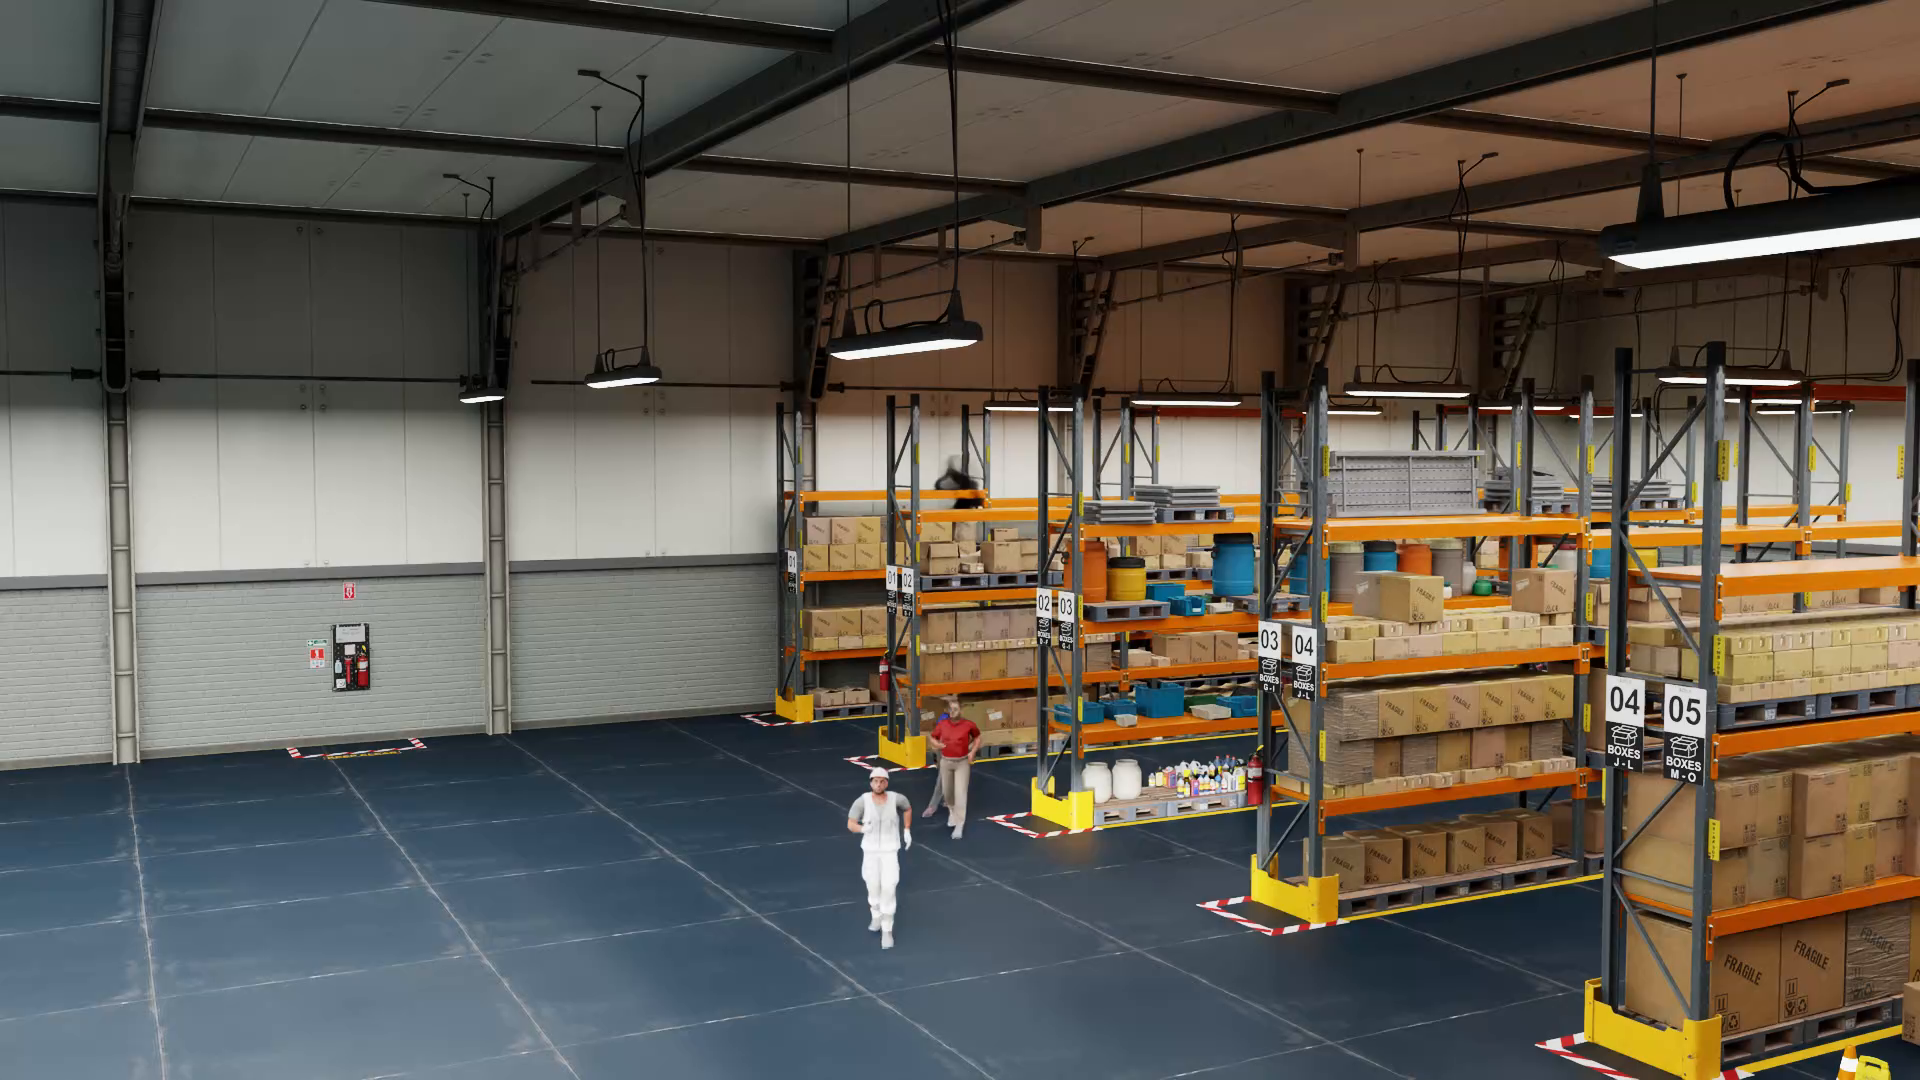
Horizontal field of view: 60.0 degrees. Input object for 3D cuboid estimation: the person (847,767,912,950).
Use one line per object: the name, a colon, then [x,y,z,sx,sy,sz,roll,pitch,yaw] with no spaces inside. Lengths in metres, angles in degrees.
person: [-0.843,3.284,17.349,0.649,1.860,0.819,0,3,2]

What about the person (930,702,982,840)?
person: [-0.083,3.039,22.230,0.664,1.766,0.862,1,3,16]

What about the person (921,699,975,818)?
person: [-0.116,3.031,23.300,0.614,1.654,0.839,2,4,36]
